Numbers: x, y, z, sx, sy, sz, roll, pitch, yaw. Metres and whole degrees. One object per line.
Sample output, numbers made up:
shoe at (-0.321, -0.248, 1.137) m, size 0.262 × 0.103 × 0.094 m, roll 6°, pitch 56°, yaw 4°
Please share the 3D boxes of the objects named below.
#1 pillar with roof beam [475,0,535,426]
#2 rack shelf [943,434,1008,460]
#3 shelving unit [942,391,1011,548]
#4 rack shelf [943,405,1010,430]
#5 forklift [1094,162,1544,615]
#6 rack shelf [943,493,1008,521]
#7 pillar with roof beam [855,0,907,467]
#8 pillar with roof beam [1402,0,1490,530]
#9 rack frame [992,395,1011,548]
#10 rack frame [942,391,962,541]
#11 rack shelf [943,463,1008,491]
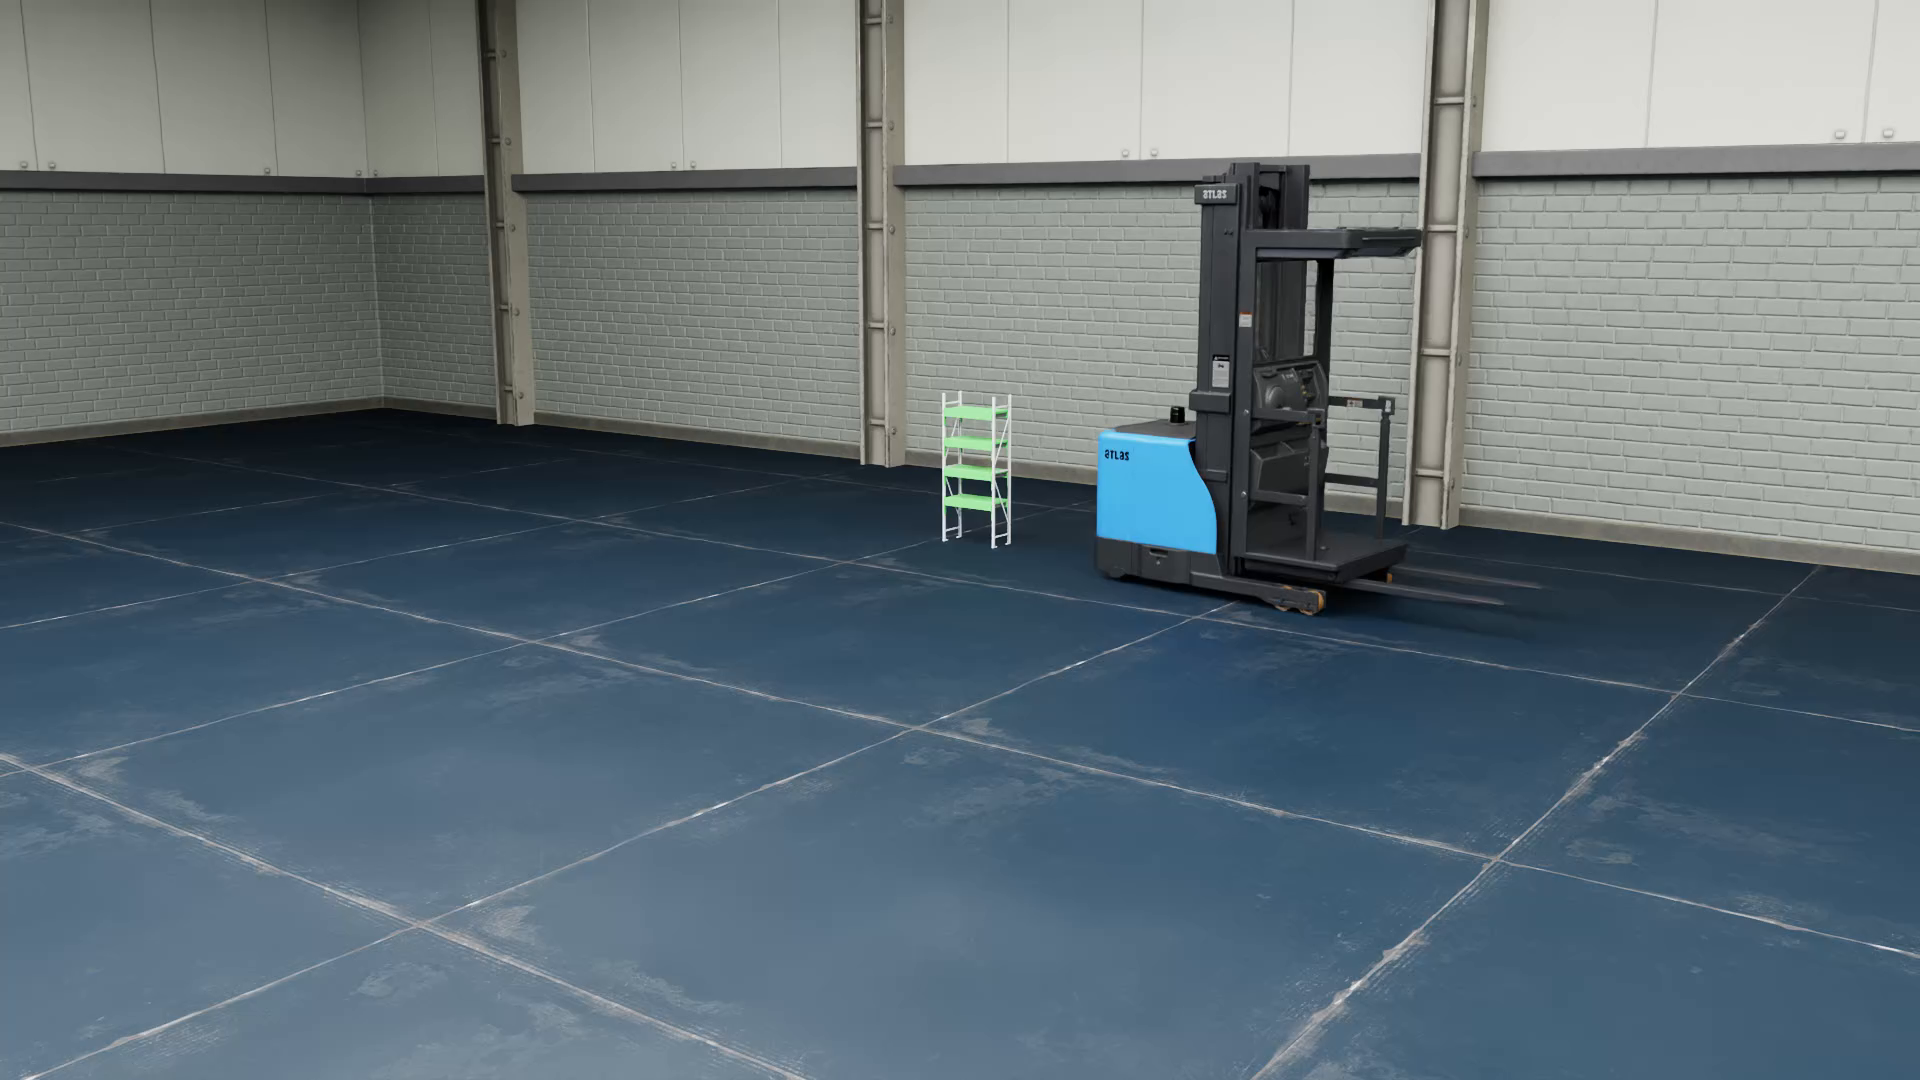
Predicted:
pillar with roof beam at (-8.198, -5.241, 16.927) m, size 0.400 × 9.000 × 9.100 m, roll 8°, pitch 13°, yaw 36°
rack shelf at (0.133, -0.743, 13.286) m, size 0.480 × 0.148 × 0.258 m, roll 8°, pitch 13°, yaw 36°
shelving unit at (0.133, -0.570, 13.320) m, size 0.503 × 1.200 × 0.258 m, roll 8°, pitch 13°, yaw 36°
rack shelf at (0.133, -0.979, 13.240) m, size 0.480 × 0.148 × 0.258 m, roll 8°, pitch 13°, yaw 36°
forklift at (2.426, -1.056, 11.270) m, size 3.031 × 2.935 × 1.130 m, roll 9°, pitch 14°, yaw 40°
rack shelf at (0.133, -0.272, 13.377) m, size 0.480 × 0.148 × 0.258 m, roll 8°, pitch 13°, yaw 36°
pillar with roof beam at (-3.362, -4.566, 13.440) m, size 0.400 × 9.000 × 9.100 m, roll 8°, pitch 13°, yaw 36°
pillar with roof beam at (1.474, -3.891, 9.953) m, size 0.400 × 9.000 × 9.100 m, roll 8°, pitch 13°, yaw 36°
rack frame at (0.330, -0.543, 13.178) m, size 0.015 × 1.200 × 0.240 m, roll 8°, pitch 13°, yaw 36°
rack frame at (-0.063, -0.598, 13.461) m, size 0.015 × 1.200 × 0.240 m, roll 8°, pitch 13°, yaw 36°
rack shelf at (0.133, -0.508, 13.332) m, size 0.480 × 0.148 × 0.258 m, roll 8°, pitch 13°, yaw 36°
